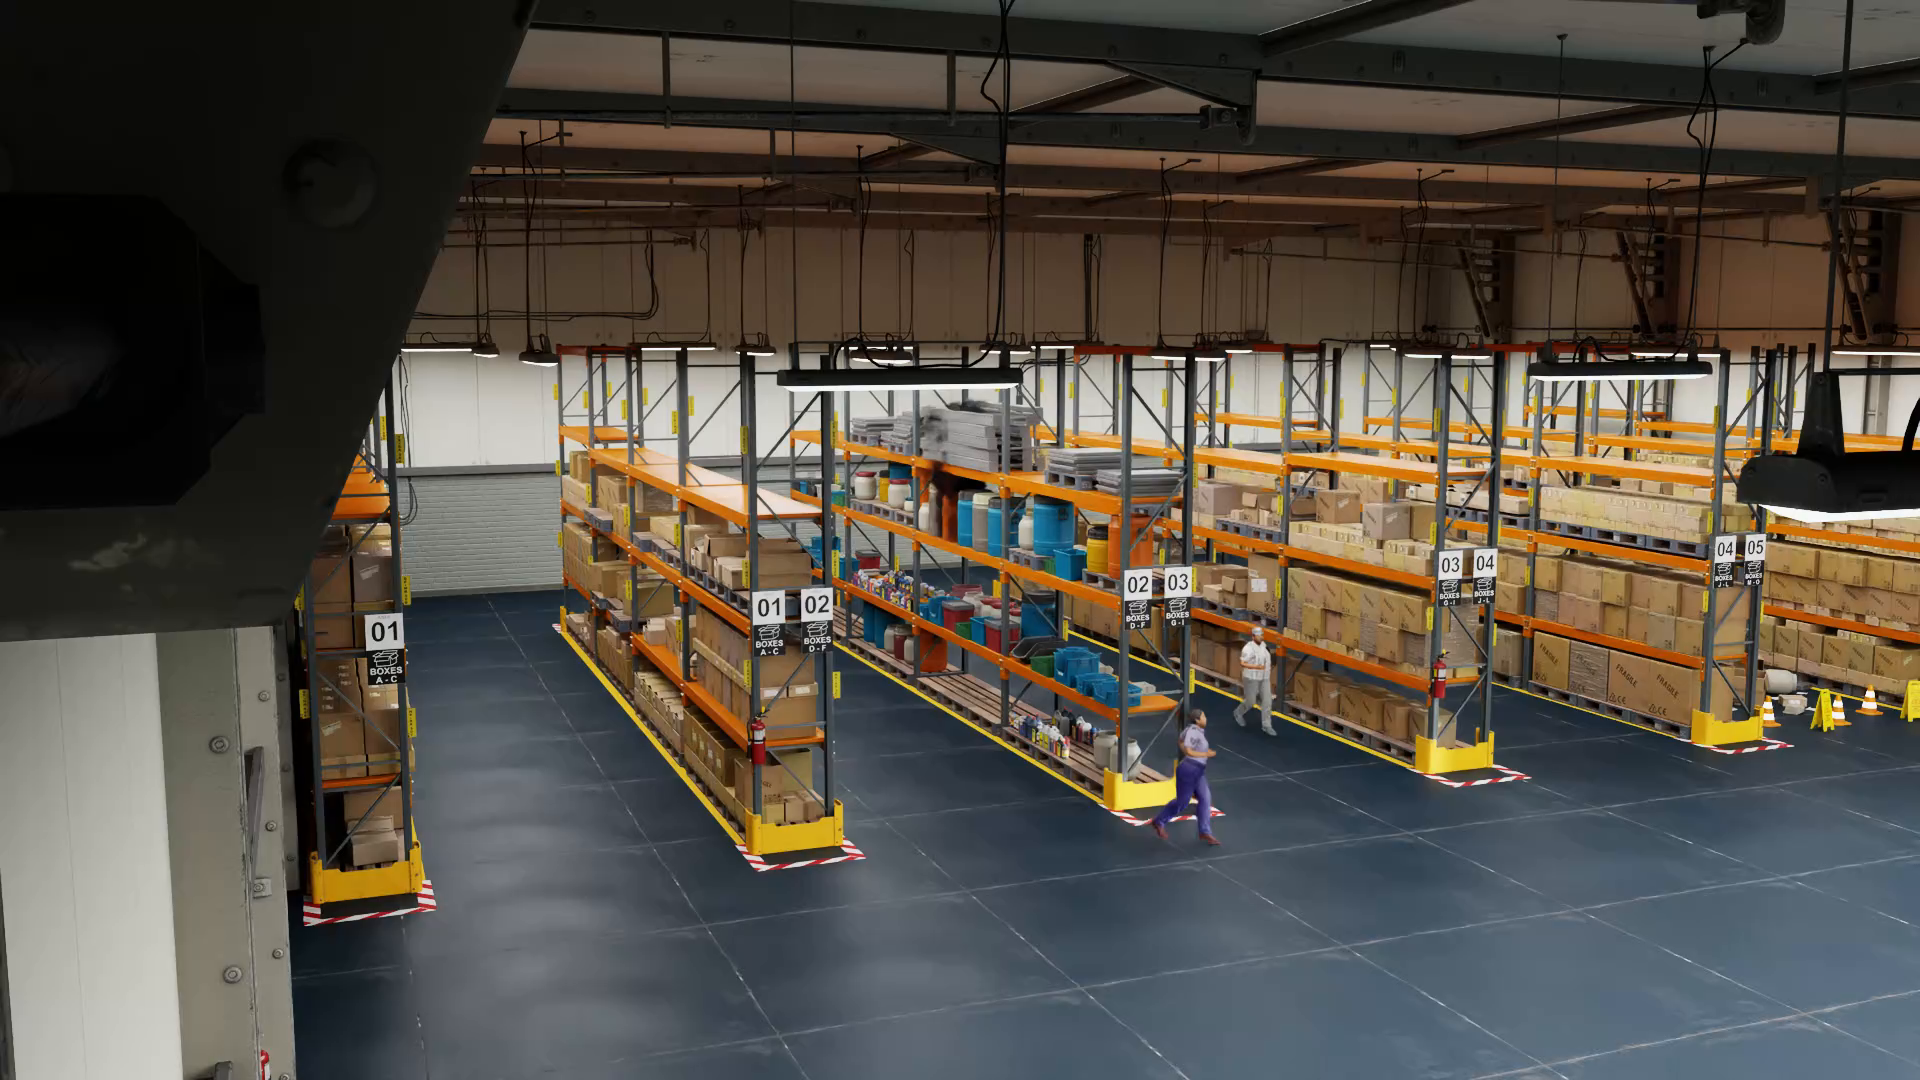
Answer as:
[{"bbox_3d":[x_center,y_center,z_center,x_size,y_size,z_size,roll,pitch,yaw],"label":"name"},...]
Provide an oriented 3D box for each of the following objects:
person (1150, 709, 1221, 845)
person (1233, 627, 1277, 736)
[{"bbox_3d":[2.861,2.916,20.684,0.880,1.642,0.645,3,8,19],"label":"person"},{"bbox_3d":[4.650,2.178,26.076,0.612,1.653,0.894,-4,8,-28],"label":"person"}]
